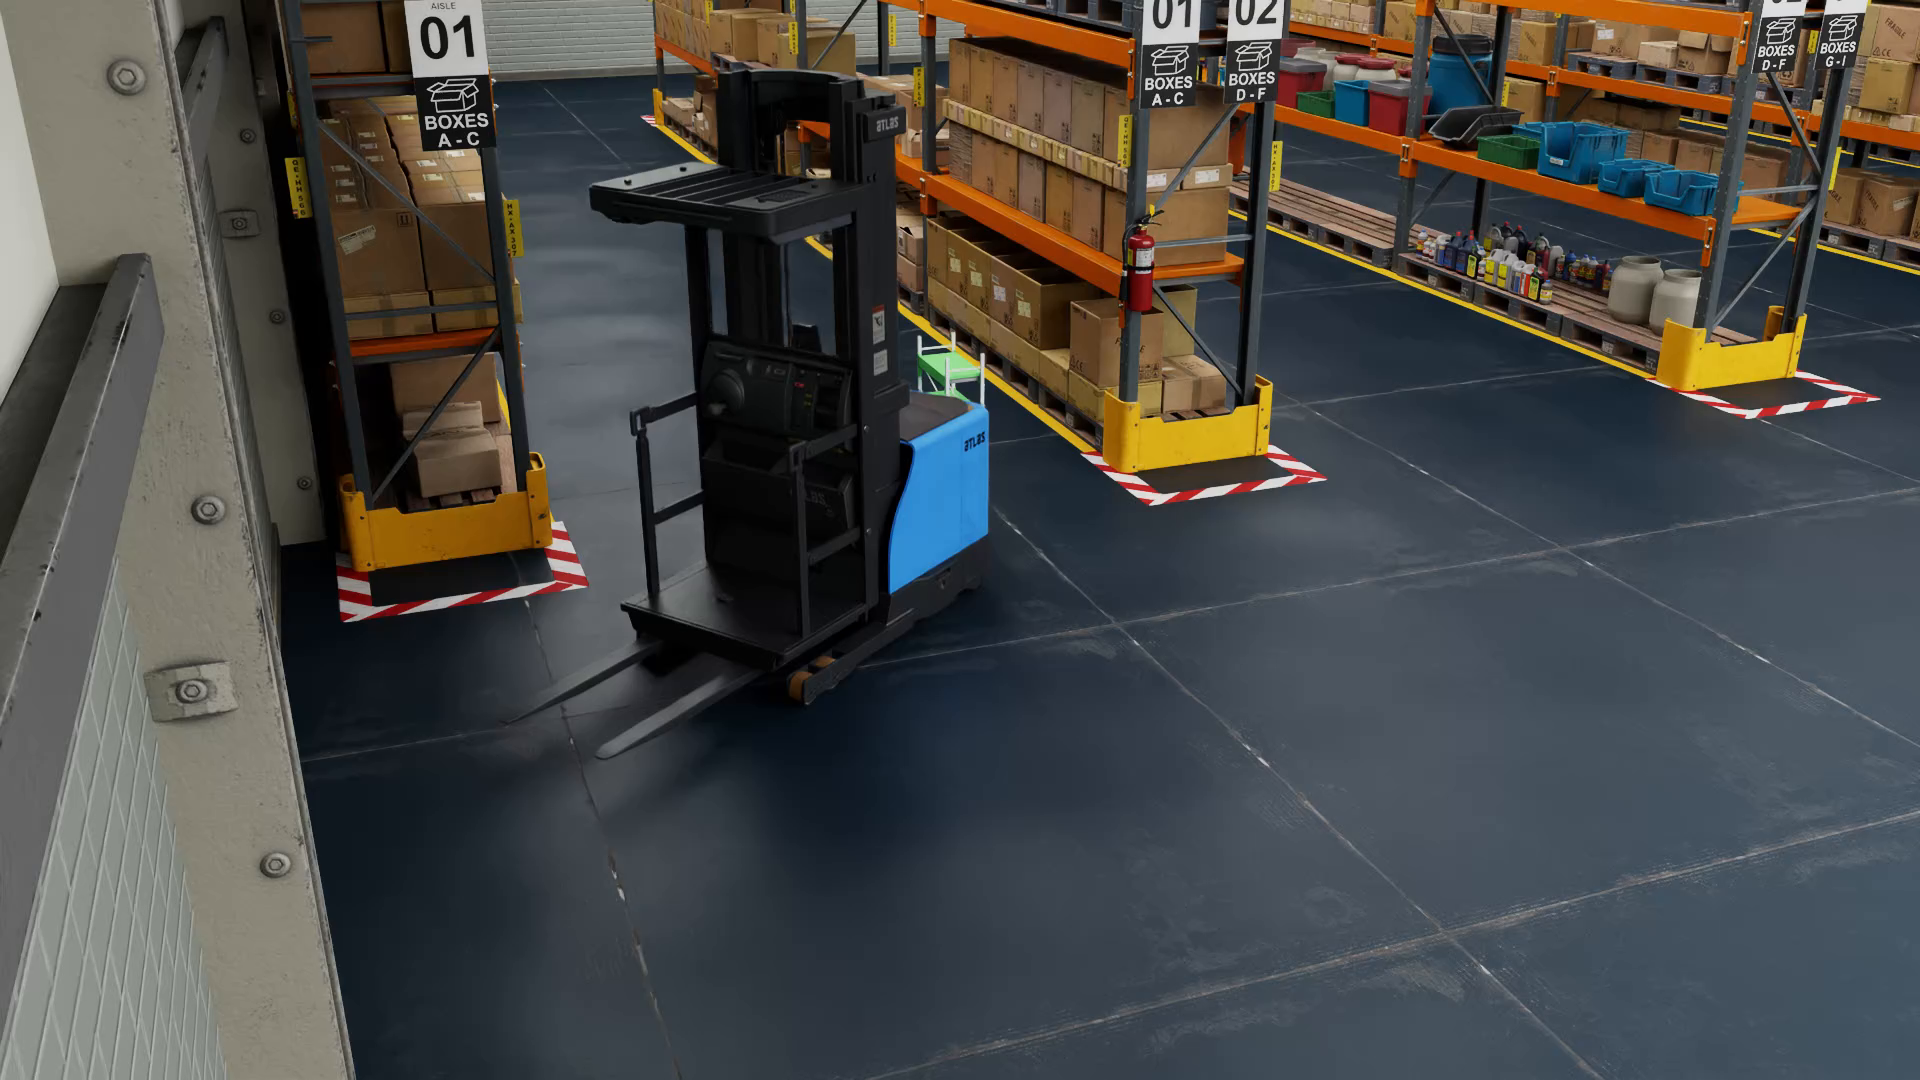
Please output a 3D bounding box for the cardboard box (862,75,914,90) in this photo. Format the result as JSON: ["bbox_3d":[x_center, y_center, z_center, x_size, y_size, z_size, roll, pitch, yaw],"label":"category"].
[{"bbox_3d":[-0.646,-4.328,16.527,0.500,0.500,0.500,-10,25,-22],"label":"cardboard box"}]

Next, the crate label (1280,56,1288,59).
[{"bbox_3d":[3.480,-5.185,18.645,0.502,0.435,0.616,-8,24,-19],"label":"crate label"}]

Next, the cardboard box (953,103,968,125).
[{"bbox_3d":[0.162,-3.565,13.883,0.380,0.149,0.250,-8,24,-18],"label":"cardboard box"}]

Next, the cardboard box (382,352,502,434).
[{"bbox_3d":[-3.635,-1.096,11.641,0.700,0.500,0.500,-10,25,-22],"label":"cardboard box"}]

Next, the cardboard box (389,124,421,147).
[{"bbox_3d":[-3.836,-2.730,12.068,0.500,0.500,0.500,-8,24,-19],"label":"cardboard box"}]

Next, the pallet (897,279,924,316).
[{"bbox_3d":[-0.137,-2.413,15.703,1.003,0.211,1.213,-8,24,-19],"label":"pallet"}]

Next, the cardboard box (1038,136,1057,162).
[{"bbox_3d":[0.800,-2.910,12.329,0.380,0.149,0.250,-8,24,-18],"label":"cardboard box"}]

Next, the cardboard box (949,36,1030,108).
[{"bbox_3d":[0.322,-3.919,13.887,0.700,0.500,0.500,-8,24,-19],"label":"cardboard box"}]

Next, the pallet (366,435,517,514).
[{"bbox_3d":[-3.341,-0.344,10.794,1.003,0.211,1.213,-8,24,-19],"label":"pallet"}]

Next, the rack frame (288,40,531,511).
[{"bbox_3d":[-3.061,-1.301,9.475,1.000,3.000,0.127,-8,24,-19],"label":"rack frame"}]

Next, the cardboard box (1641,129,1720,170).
[{"bbox_3d":[8.685,-4.652,20.077,0.700,0.500,0.500,-6,24,-15],"label":"cardboard box"}]

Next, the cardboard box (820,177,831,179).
[{"bbox_3d":[-1.150,-3.654,17.334,0.500,0.311,0.500,-9,24,-20],"label":"cardboard box"}]

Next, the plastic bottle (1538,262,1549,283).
[{"bbox_3d":[5.185,-2.329,14.844,0.061,0.283,0.133,-8,24,-19],"label":"plastic bottle"}]

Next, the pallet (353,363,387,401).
[{"bbox_3d":[-4.203,-1.230,12.897,1.003,0.211,1.213,-8,24,-19],"label":"pallet"}]

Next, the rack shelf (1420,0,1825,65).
[{"bbox_3d":[5.501,-4.438,13.981,1.077,0.370,4.000,-8,24,-19],"label":"rack shelf"}]

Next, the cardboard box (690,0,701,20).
[{"bbox_3d":[-3.271,-7.183,22.015,0.500,0.500,0.500,-9,24,-20],"label":"cardboard box"}]

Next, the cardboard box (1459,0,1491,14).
[{"bbox_3d":[7.301,-7.503,22.769,0.797,0.503,0.637,-8,24,-17],"label":"cardboard box"}]

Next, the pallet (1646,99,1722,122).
[{"bbox_3d":[11.554,-6.776,26.056,1.003,0.211,1.213,-8,24,-19],"label":"pallet"}]

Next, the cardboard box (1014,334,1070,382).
[{"bbox_3d":[0.740,-1.424,12.767,0.500,0.250,0.500,-8,24,-19],"label":"cardboard box"}]

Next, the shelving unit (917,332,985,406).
[{"bbox_3d":[-0.058,-0.613,10.160,0.258,1.200,0.503,-8,24,-19],"label":"shelving unit"}]

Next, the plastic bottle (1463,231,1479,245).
[{"bbox_3d":[4.826,-2.765,15.793,0.144,0.351,0.185,-8,24,-19],"label":"plastic bottle"}]

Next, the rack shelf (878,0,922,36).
[{"bbox_3d":[-0.547,-5.213,15.820,1.077,0.370,4.000,-8,24,-19],"label":"rack shelf"}]

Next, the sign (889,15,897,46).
[{"bbox_3d":[-0.736,-5.500,17.946,0.100,0.325,0.005,-8,24,-19],"label":"sign"}]

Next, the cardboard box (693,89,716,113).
[{"bbox_3d":[-3.335,-6.077,23.453,0.797,0.503,0.637,-8,24,-19],"label":"cardboard box"}]

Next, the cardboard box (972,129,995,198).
[{"bbox_3d":[0.514,-3.131,13.687,0.700,0.500,0.500,-9,24,-20],"label":"cardboard box"}]

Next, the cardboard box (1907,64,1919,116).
[{"bbox_3d":[9.944,-4.450,16.435,0.875,0.500,0.500,-8,24,-19],"label":"cardboard box"}]

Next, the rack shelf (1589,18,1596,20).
[{"bbox_3d":[10.571,-8.739,28.049,1.077,0.370,4.000,-8,24,-19],"label":"rack shelf"}]

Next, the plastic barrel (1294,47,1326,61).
[{"bbox_3d":[3.945,-5.274,18.758,0.421,0.512,0.421,0,23,0],"label":"plastic barrel"}]

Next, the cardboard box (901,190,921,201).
[{"bbox_3d":[-0.298,-3.363,16.645,0.500,0.311,0.500,-8,24,-18],"label":"cardboard box"}]

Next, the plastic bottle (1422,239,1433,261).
[{"bbox_3d":[4.533,-2.814,16.101,0.097,0.201,0.097,0,23,0],"label":"plastic bottle"}]

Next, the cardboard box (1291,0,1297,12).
[{"bbox_3d":[5.470,-8.639,26.695,0.500,0.250,0.500,-9,25,-21],"label":"cardboard box"}]

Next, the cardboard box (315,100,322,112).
[{"bbox_3d":[-6.300,-4.536,16.612,0.500,0.500,0.500,-8,24,-19],"label":"cardboard box"}]

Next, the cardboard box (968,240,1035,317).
[{"bbox_3d":[0.384,-2.133,13.482,0.500,0.500,0.500,-8,24,-19],"label":"cardboard box"}]

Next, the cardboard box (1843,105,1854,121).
[{"bbox_3d":[9.299,-4.466,17.307,0.380,0.149,0.250,-8,24,-19],"label":"cardboard box"}]

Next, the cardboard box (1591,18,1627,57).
[{"bbox_3d":[8.243,-6.296,20.656,0.500,0.500,0.500,-12,25,-25],"label":"cardboard box"}]

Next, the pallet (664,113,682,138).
[{"bbox_3d":[-3.771,-6.193,24.673,1.003,0.211,1.213,-8,24,-19],"label":"pallet"}]

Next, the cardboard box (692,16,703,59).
[{"bbox_3d":[-3.267,-6.722,22.208,0.500,0.500,0.500,-8,24,-17],"label":"cardboard box"}]

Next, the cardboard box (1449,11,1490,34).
[{"bbox_3d":[7.073,-6.993,22.852,0.500,0.500,0.500,-8,24,-18],"label":"cardboard box"}]

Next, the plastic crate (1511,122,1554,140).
[{"bbox_3d":[5.440,-3.680,15.312,0.499,0.251,0.616,-8,24,-19],"label":"plastic crate"}]

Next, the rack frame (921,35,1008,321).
[{"bbox_3d":[0.159,-3.436,14.539,1.000,3.000,0.127,-8,24,-19],"label":"rack frame"}]

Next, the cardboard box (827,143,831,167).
[{"bbox_3d":[-1.337,-4.334,19.322,0.500,0.500,0.500,-9,25,-21],"label":"cardboard box"}]

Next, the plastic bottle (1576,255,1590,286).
[{"bbox_3d":[5.702,-2.468,15.191,0.097,0.271,0.097,0,23,0],"label":"plastic bottle"}]

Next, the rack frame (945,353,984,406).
[{"bbox_3d":[0.028,-0.524,9.949,0.240,1.200,0.015,-8,24,-19],"label":"rack frame"}]

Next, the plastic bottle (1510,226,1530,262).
[{"bbox_3d":[5.360,-2.832,15.951,0.144,0.351,0.185,-10,25,-22],"label":"plastic bottle"}]

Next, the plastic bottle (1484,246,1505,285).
[{"bbox_3d":[4.908,-2.523,15.217,0.144,0.351,0.185,-9,24,-19],"label":"plastic bottle"}]

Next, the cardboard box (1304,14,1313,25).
[{"bbox_3d":[5.645,-8.210,26.190,0.380,0.149,0.250,-8,24,-18],"label":"cardboard box"}]

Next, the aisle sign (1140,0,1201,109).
[{"bbox_3d":[1.321,-3.116,10.434,0.394,0.787,0.004,-8,24,-19],"label":"aisle sign"}]

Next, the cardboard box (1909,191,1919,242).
[{"bbox_3d":[10.034,-3.262,16.806,0.500,0.500,0.500,-11,25,-24],"label":"cardboard box"}]

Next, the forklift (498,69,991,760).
[{"bbox_3d":[-1.043,-0.737,8.225,1.130,2.935,3.031,14,27,30],"label":"forklift"}]

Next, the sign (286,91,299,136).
[{"bbox_3d":[-4.992,-3.211,12.515,0.100,0.325,0.005,-8,24,-19],"label":"sign"}]

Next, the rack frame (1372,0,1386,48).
[{"bbox_3d":[6.602,-7.700,24.657,1.000,3.000,0.127,-8,24,-19],"label":"rack frame"}]

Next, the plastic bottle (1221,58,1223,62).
[{"bbox_3d":[3.305,-5.940,20.736,0.097,0.201,0.097,0,23,0],"label":"plastic bottle"}]

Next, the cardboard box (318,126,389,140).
[{"bbox_3d":[-4.324,-2.652,11.883,0.500,0.500,0.500,-8,24,-19],"label":"cardboard box"}]
